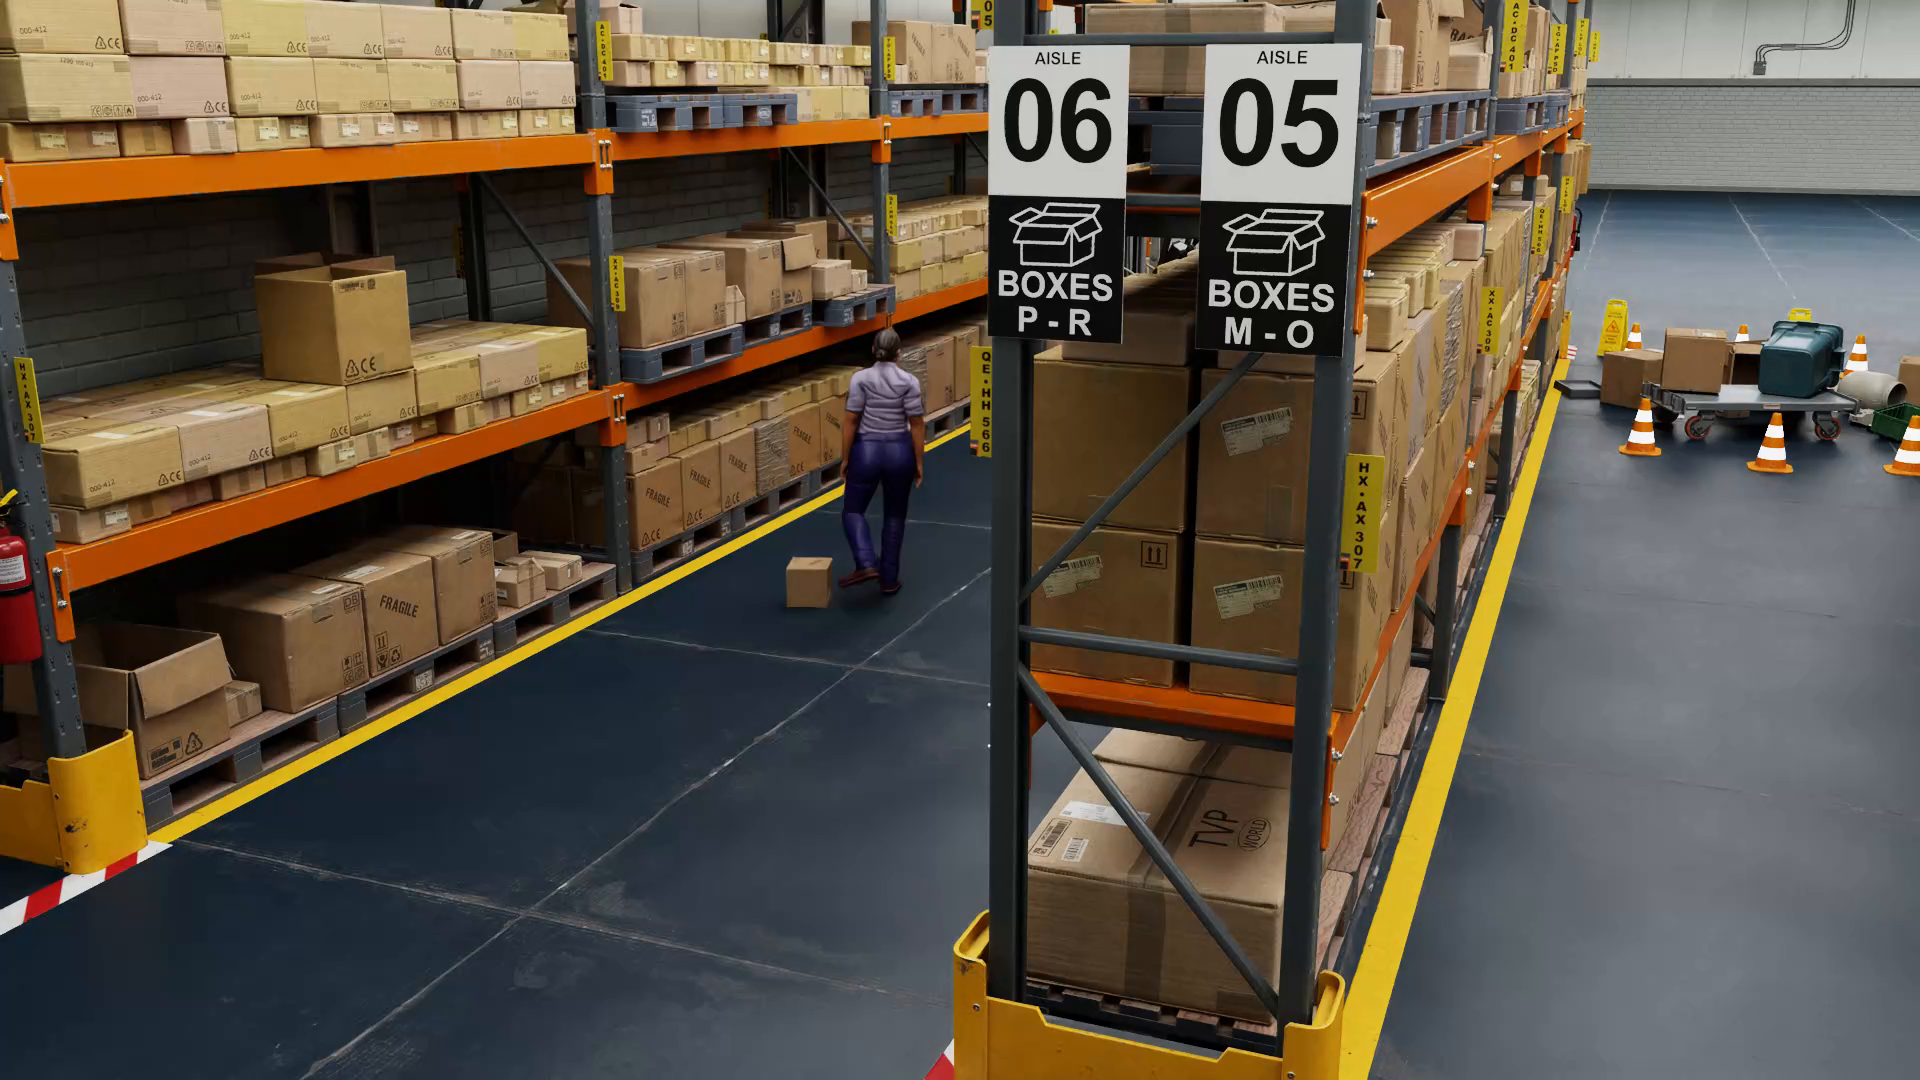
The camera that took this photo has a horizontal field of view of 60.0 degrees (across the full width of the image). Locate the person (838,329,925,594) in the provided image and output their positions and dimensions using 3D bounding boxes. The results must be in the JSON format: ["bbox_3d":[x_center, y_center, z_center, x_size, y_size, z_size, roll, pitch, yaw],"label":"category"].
[{"bbox_3d":[-0.489,-0.455,10.195,0.561,1.642,0.531,-2,16,-6],"label":"person"}]
